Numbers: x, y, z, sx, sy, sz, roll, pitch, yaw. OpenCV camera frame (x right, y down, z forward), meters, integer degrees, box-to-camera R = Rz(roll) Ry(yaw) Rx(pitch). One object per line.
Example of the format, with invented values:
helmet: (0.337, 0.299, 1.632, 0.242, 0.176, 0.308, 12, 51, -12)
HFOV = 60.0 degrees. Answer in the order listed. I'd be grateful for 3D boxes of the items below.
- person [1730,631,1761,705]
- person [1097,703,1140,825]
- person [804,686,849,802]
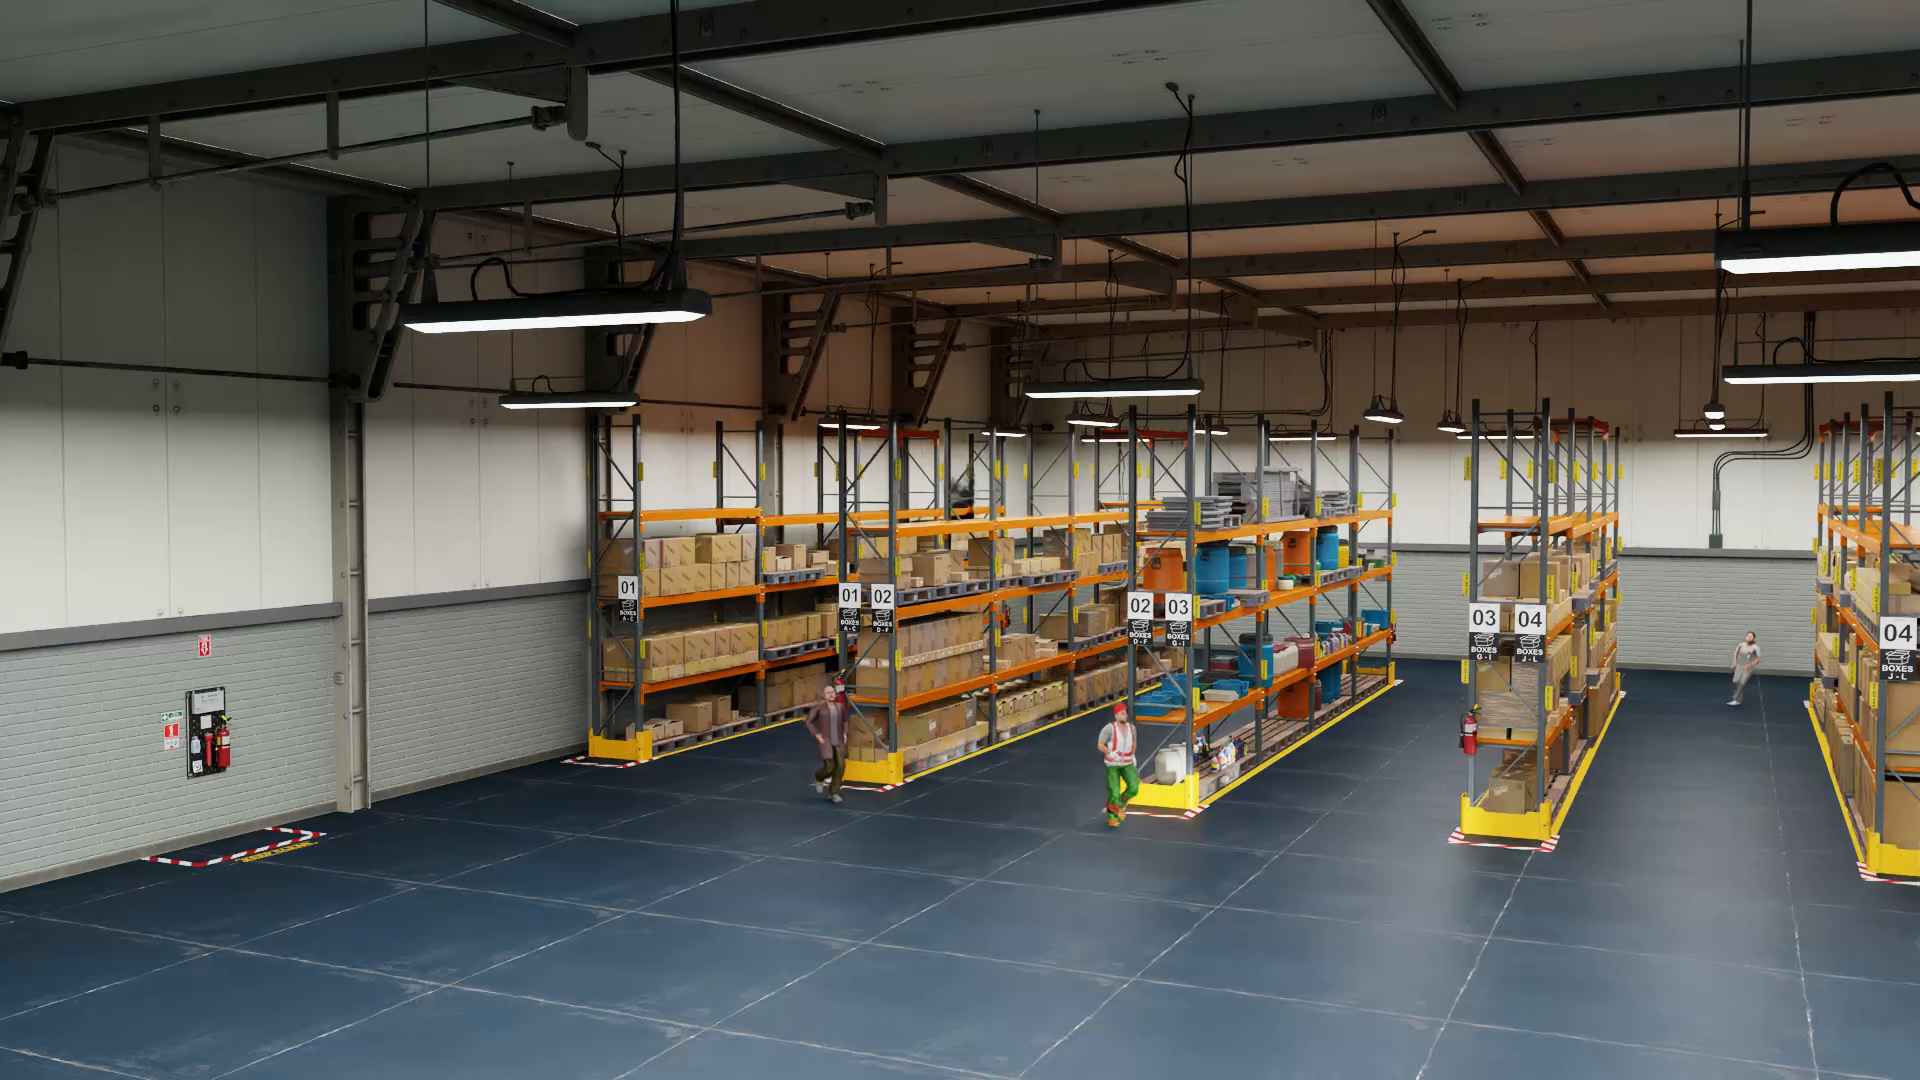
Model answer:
person: (16.708, 2.742, 35.397, 0.596, 1.597, 0.515, 2, 3, 42)
person: (2.271, 3.170, 23.412, 0.679, 1.737, 0.625, -1, 3, -20)
person: (-2.000, 3.098, 25.374, 0.728, 1.735, 0.679, -1, 3, -30)
